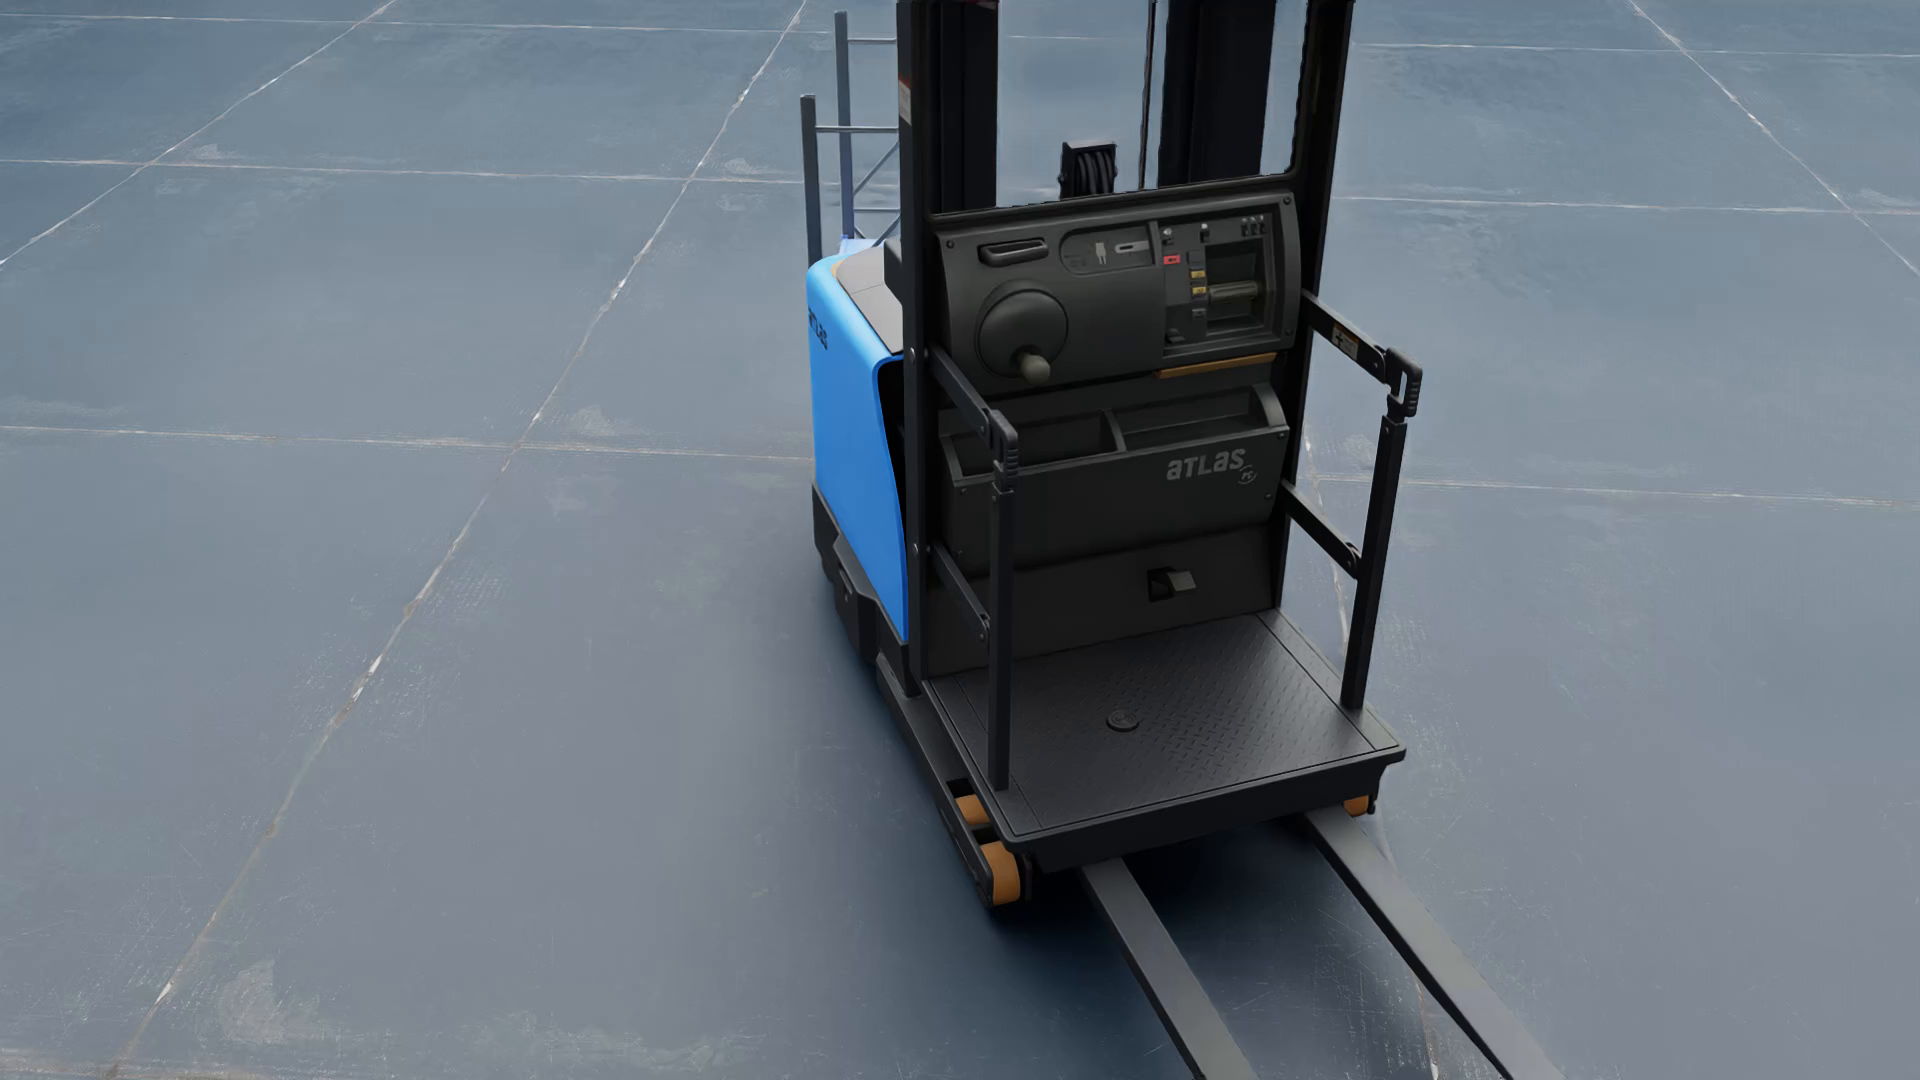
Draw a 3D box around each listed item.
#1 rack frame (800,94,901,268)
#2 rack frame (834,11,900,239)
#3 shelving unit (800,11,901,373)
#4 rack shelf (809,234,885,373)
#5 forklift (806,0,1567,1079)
[{"bbox_3d":[-0.239,-0.720,5.488,0.500,1.500,0.032,1,32,2],"label":"rack frame"},{"bbox_3d":[-0.199,-1.253,6.353,0.500,1.500,0.032,1,32,2],"label":"rack frame"},{"bbox_3d":[-0.219,-0.986,5.921,0.538,1.500,1.048,1,32,2],"label":"shelving unit"},{"bbox_3d":[-0.219,-0.833,6.015,0.538,0.185,1.000,1,32,2],"label":"rack shelf"},{"bbox_3d":[0.473,-0.558,3.862,1.130,2.935,3.031,-10,33,-16],"label":"forklift"}]
